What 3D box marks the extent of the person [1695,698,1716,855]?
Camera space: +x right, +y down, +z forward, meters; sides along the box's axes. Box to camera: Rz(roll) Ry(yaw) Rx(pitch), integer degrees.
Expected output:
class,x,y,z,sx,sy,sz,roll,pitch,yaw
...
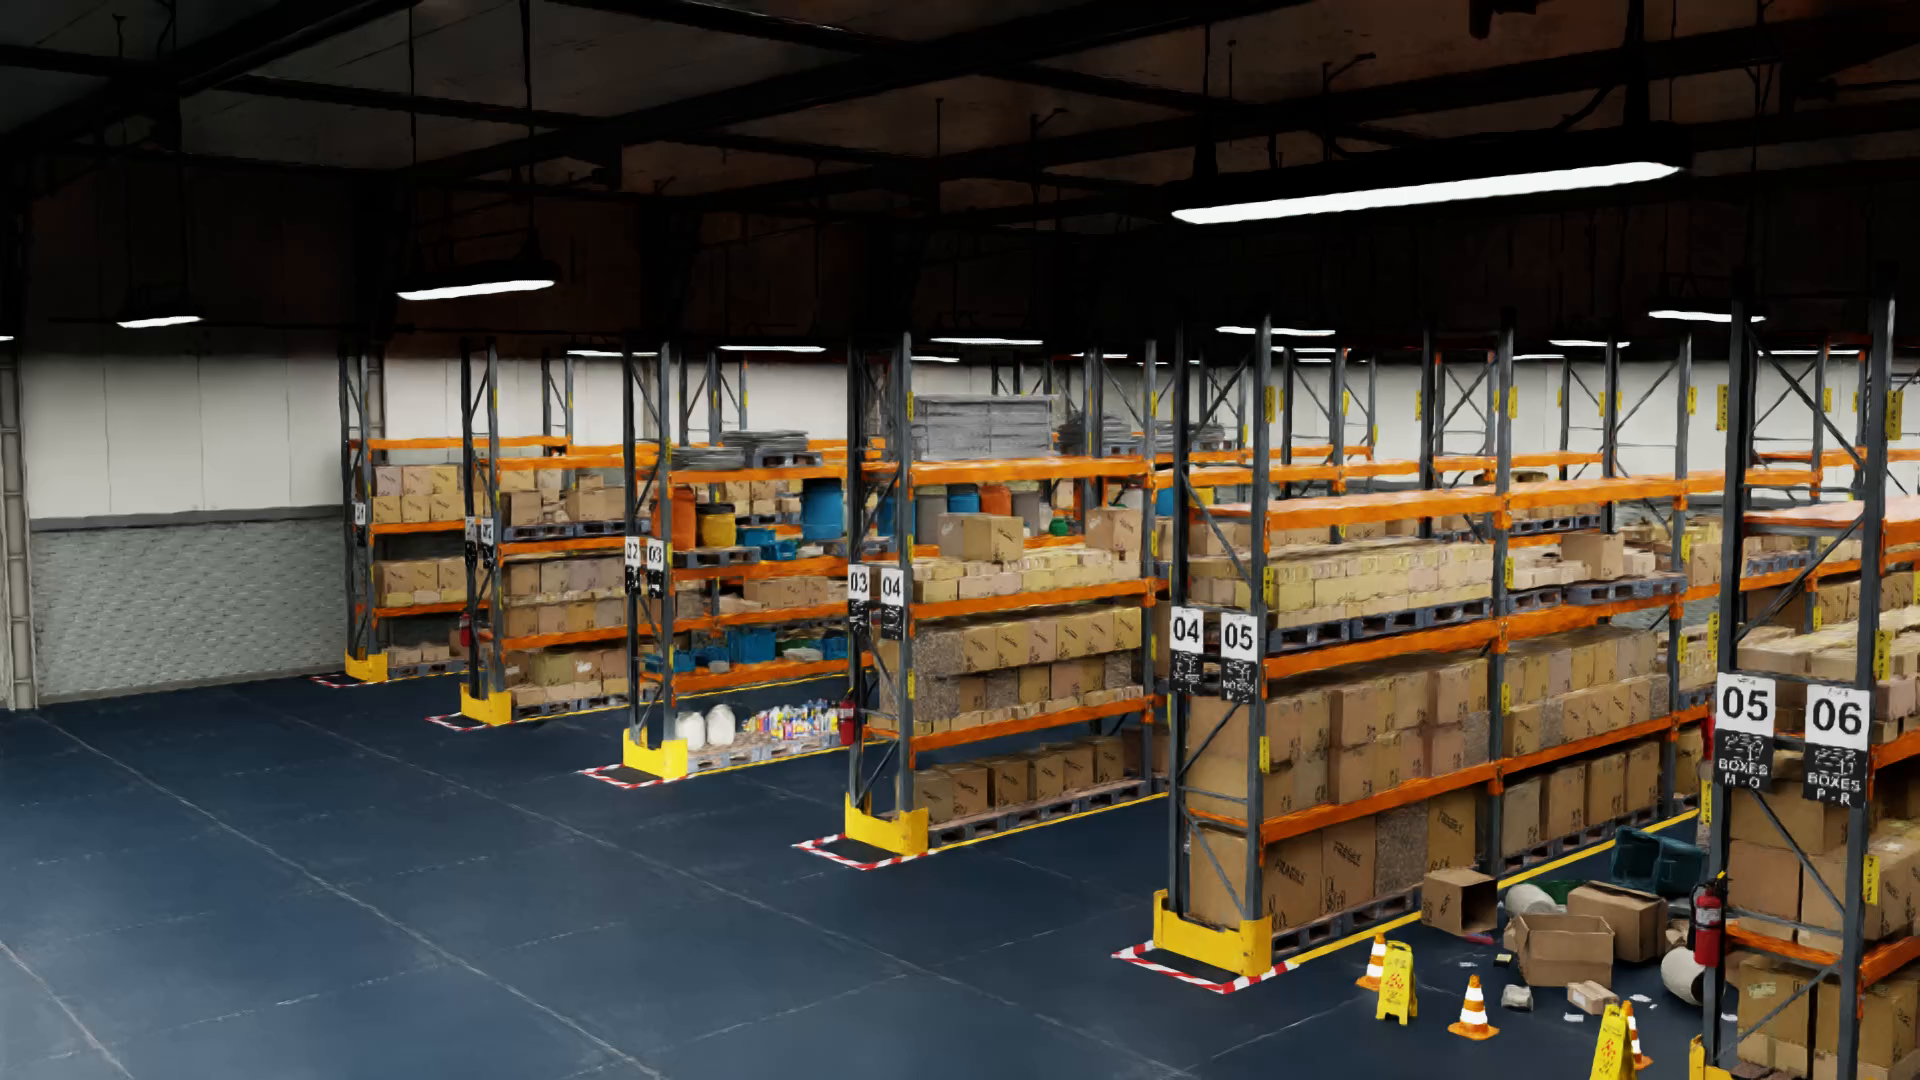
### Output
class,x,y,z,sx,sy,sz,roll,pitch,yaw
person,8.477,2.624,18.601,0.450,1.731,0.589,2,5,18

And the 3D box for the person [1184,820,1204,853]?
class,x,y,z,sx,sy,sz,roll,pitch,yaw
person,2.898,2.664,18.463,0.977,1.697,0.585,-2,5,-21
